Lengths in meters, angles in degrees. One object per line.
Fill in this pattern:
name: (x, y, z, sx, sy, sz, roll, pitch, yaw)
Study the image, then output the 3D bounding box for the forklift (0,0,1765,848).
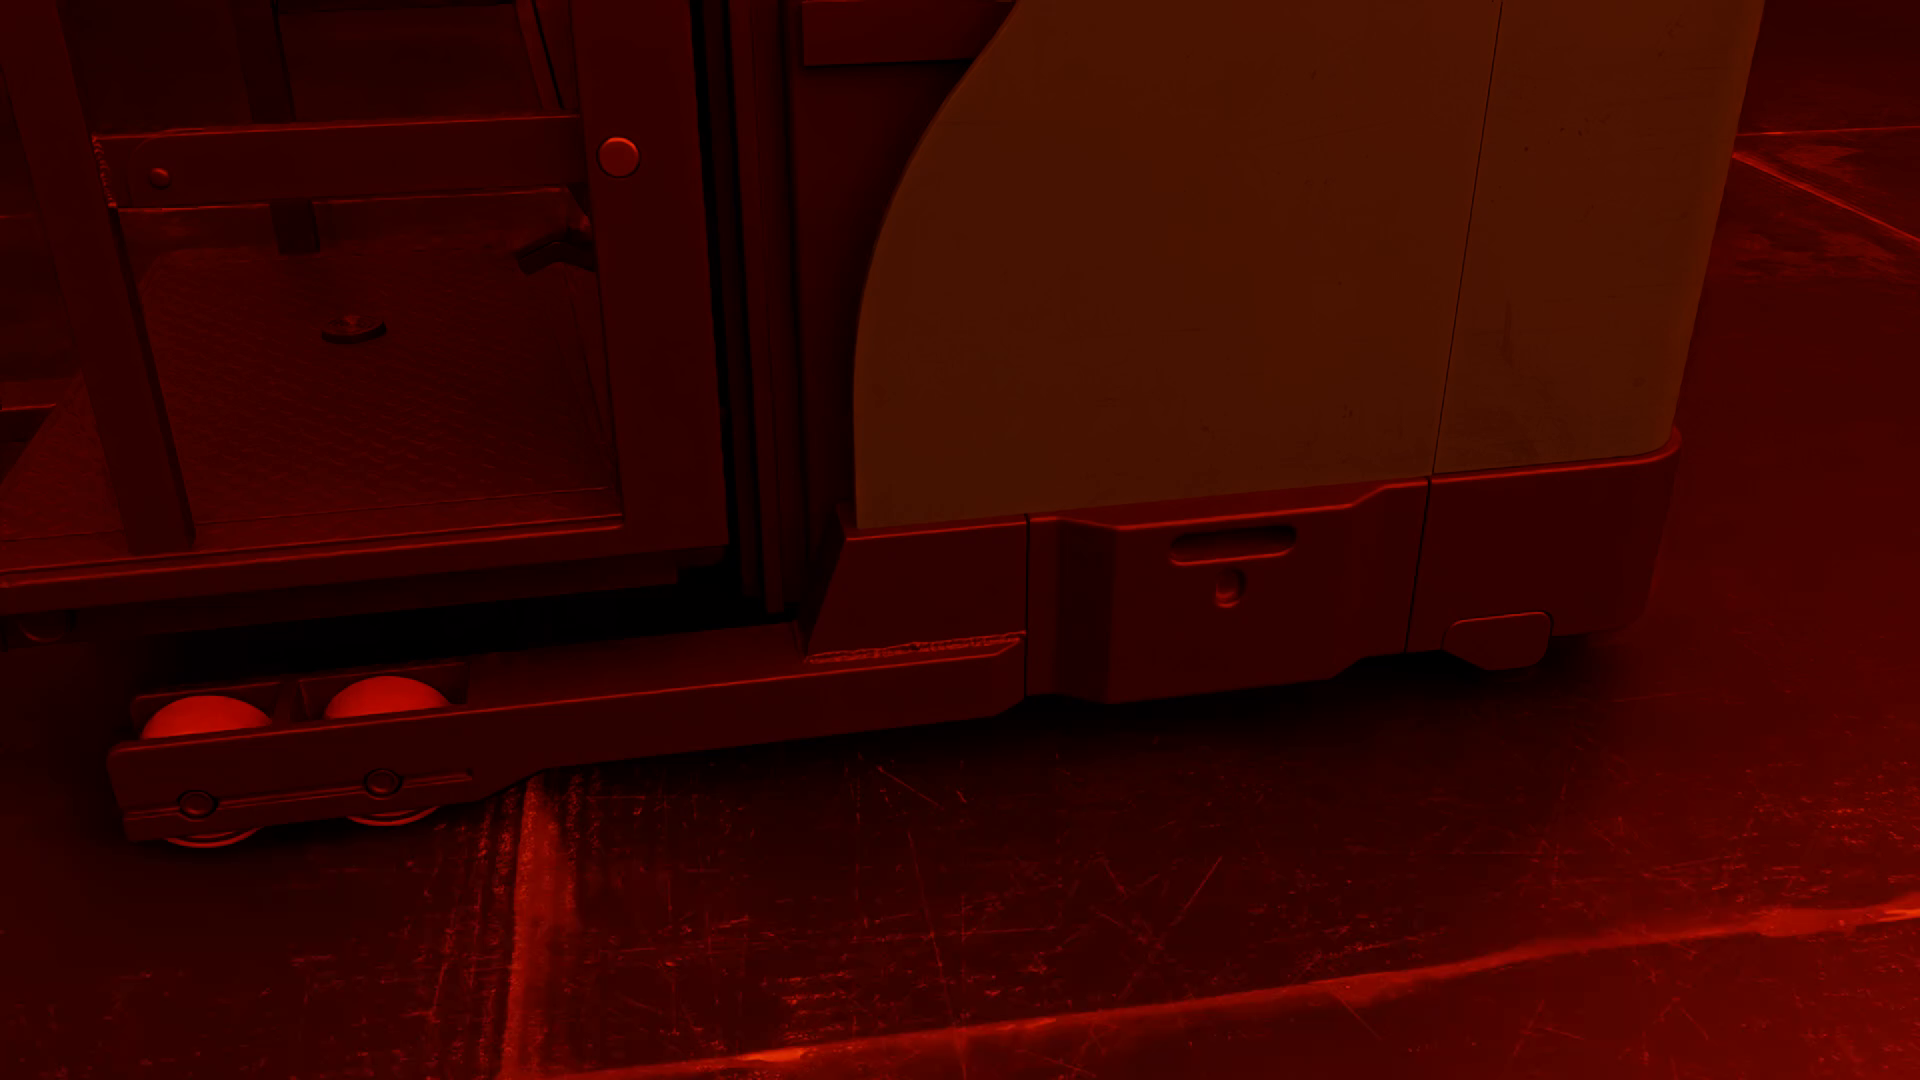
forklift: (-0.663, -1.222, 1.676, 3.031, 2.935, 1.130, -6, 28, -10)
